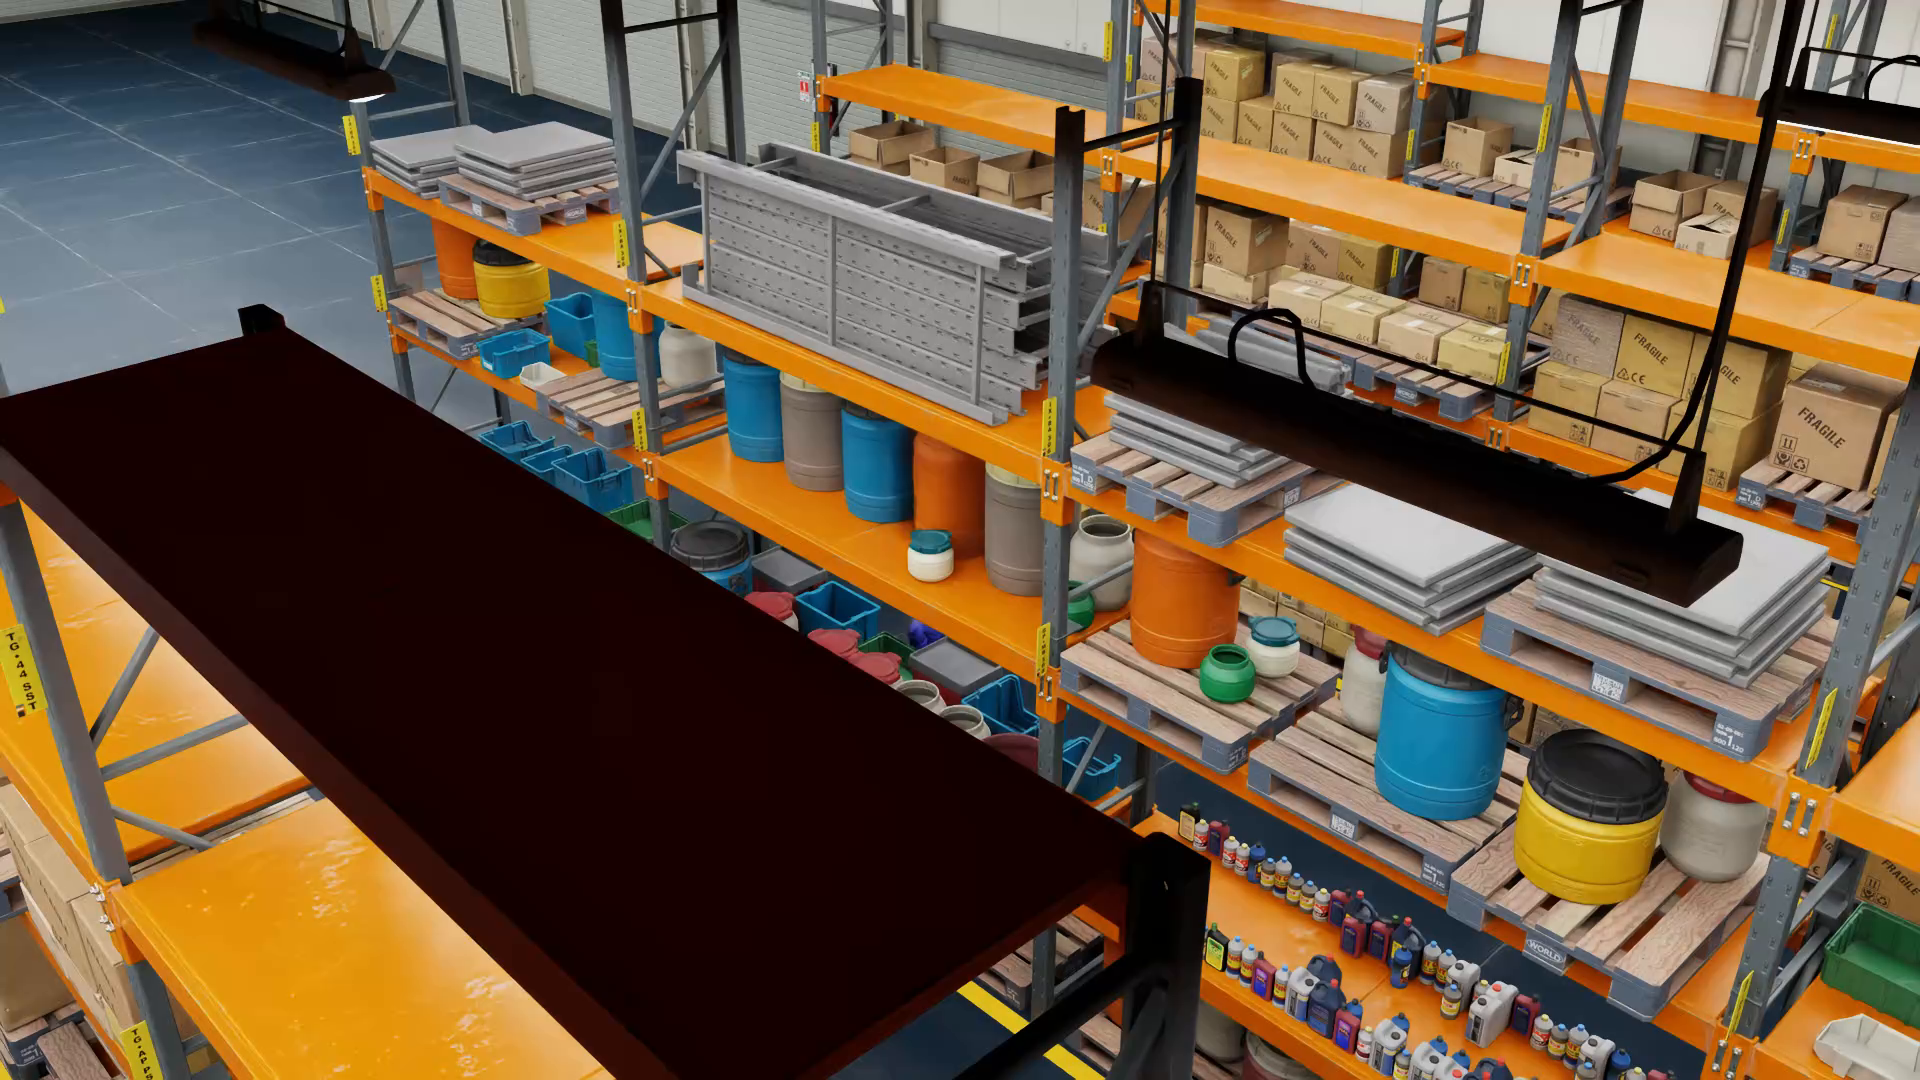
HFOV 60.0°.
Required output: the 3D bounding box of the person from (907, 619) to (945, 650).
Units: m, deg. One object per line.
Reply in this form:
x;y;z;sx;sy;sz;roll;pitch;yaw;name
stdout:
-0.269;1.019;13.237;0.494;1.590;0.971;-22;35;-35;person
